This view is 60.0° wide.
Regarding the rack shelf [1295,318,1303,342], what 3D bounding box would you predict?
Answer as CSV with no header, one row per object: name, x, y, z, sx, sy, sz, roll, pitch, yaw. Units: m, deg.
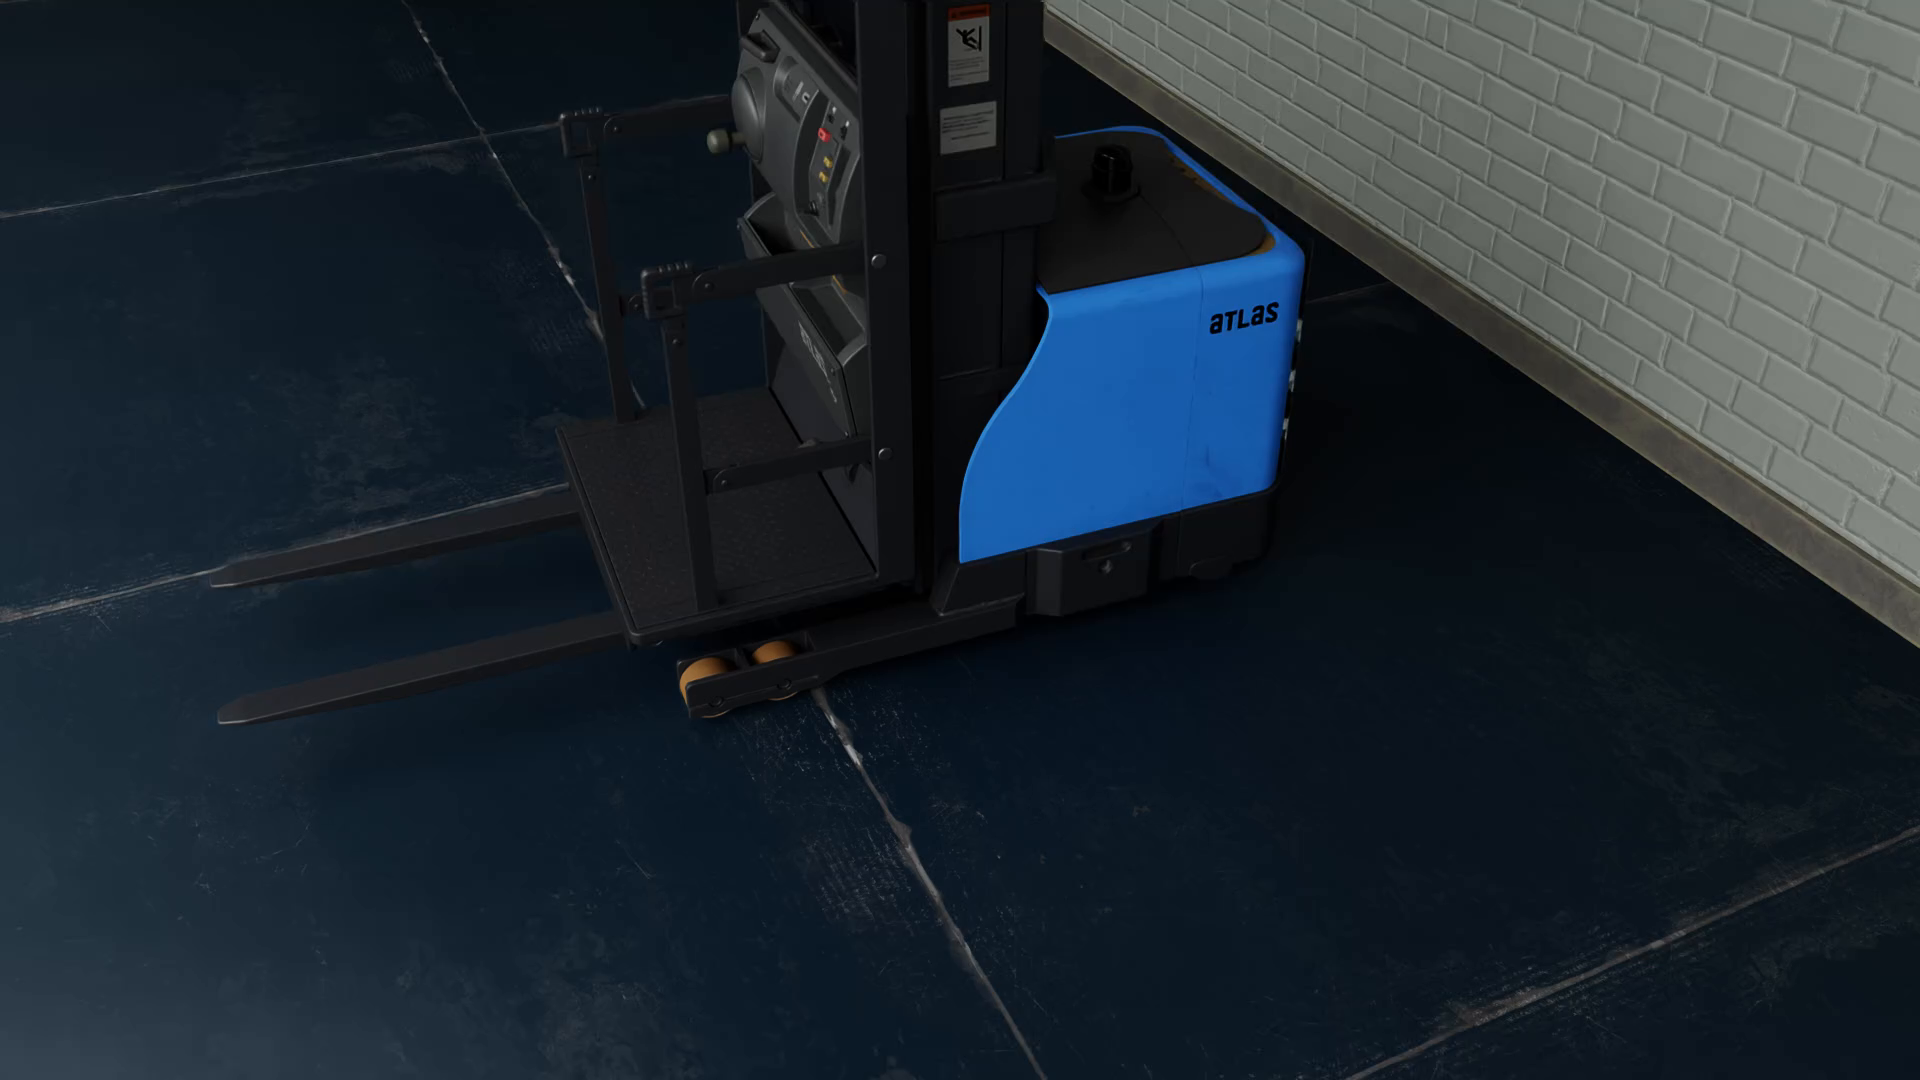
rack shelf,0.912,-0.691,5.179,0.200,0.077,0.258,-13,39,-17

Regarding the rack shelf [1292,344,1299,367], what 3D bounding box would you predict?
rack shelf,0.912,-0.618,5.233,0.200,0.077,0.258,-13,39,-17

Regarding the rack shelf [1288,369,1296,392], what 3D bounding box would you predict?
rack shelf,0.912,-0.546,5.287,0.200,0.077,0.258,-13,39,-17

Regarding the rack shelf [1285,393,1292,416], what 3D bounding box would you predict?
rack shelf,0.912,-0.474,5.340,0.200,0.077,0.258,-13,39,-17

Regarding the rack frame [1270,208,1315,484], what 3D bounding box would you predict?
rack frame,1.007,-0.595,5.297,0.006,0.900,0.240,-13,39,-17

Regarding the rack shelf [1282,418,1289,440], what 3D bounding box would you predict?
rack shelf,0.912,-0.401,5.394,0.200,0.077,0.258,-13,39,-17

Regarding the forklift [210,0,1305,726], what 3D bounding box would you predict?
forklift,-0.608,-1.044,4.198,3.031,2.935,1.130,-13,39,-17

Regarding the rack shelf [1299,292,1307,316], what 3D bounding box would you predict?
rack shelf,0.912,-0.763,5.126,0.200,0.077,0.258,-13,39,-17

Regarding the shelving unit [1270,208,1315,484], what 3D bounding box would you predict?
shelving unit,0.912,-0.573,5.267,0.210,0.900,0.258,-13,39,-17
